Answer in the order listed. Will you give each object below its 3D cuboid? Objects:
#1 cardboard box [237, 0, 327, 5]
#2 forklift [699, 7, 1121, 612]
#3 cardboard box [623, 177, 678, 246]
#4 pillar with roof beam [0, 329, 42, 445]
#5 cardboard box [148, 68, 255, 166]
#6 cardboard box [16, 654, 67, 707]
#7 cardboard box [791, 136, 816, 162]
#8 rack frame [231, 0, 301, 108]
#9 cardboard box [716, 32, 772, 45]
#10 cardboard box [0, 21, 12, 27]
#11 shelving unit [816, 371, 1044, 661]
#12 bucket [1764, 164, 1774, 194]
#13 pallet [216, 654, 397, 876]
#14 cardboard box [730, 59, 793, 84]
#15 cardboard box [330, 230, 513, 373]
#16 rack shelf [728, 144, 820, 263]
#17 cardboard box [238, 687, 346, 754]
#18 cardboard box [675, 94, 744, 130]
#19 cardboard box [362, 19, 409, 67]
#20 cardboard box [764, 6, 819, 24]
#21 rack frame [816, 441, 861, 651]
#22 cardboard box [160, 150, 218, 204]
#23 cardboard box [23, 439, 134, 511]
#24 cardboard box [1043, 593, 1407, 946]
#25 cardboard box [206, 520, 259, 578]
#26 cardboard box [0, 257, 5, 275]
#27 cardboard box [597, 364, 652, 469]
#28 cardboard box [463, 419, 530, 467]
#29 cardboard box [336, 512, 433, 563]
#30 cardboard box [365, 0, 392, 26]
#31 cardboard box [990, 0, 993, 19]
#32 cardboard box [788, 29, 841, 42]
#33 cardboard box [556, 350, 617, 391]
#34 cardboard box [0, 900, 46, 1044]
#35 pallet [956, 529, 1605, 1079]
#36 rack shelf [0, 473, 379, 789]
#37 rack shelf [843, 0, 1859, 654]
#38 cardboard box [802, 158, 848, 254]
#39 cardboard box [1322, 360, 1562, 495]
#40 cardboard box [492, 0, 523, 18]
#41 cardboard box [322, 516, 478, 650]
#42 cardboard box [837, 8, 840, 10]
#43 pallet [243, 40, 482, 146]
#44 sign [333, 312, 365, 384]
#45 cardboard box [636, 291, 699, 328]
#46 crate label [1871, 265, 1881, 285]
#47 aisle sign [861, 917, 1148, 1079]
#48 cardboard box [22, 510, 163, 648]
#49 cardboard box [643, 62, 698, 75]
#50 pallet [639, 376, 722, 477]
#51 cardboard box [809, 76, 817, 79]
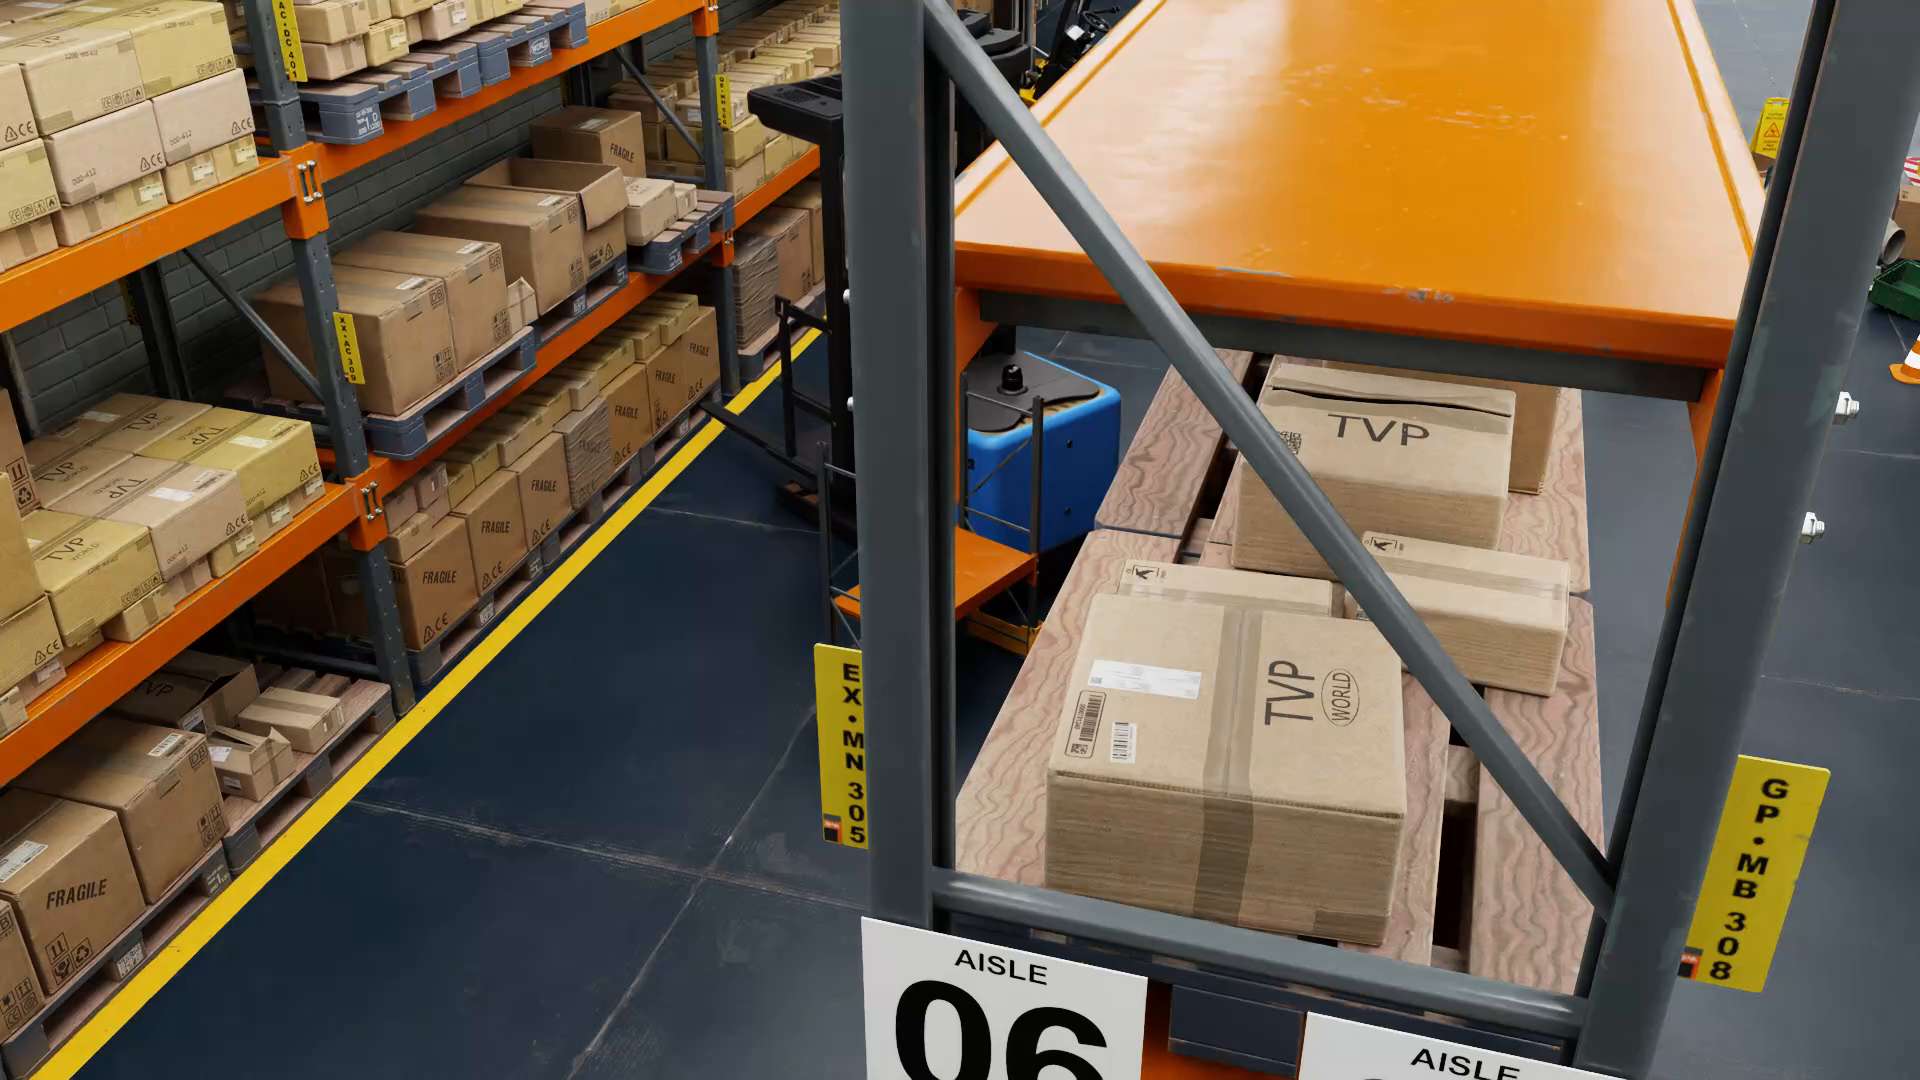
[{"bbox_3d":[-2.778,-2.363,6.818,0.396,0.266,0.258,8,30,14],"label":"cardboard box"},{"bbox_3d":[-0.459,-1.532,9.488,1.130,2.935,3.031,-23,37,-35],"label":"forklift"},{"bbox_3d":[-2.026,-1.974,9.935,0.500,0.250,0.500,7,30,13],"label":"cardboard box"},{"bbox_3d":[-0.150,-2.346,4.710,9.100,9.000,0.400,8,30,15],"label":"pillar with roof beam"},{"bbox_3d":[-3.102,-1.649,6.391,0.500,0.250,0.500,9,30,15],"label":"cardboard box"},{"bbox_3d":[-3.522,0.475,6.069,0.380,0.149,0.250,8,30,15],"label":"cardboard box"},{"bbox_3d":[-1.365,-2.972,12.161,0.500,0.250,0.500,8,30,13],"label":"cardboard box"},{"bbox_3d":[-3.200,-3.155,6.165,1.000,3.000,0.127,8,30,15],"label":"rack frame"},{"bbox_3d":[-1.652,-3.744,12.624,0.380,0.149,0.250,9,30,15],"label":"cardboard box"},{"bbox_3d":[-3.754,-1.695,5.960,0.500,0.250,0.500,8,30,13],"label":"cardboard box"},{"bbox_3d":[-0.129,0.103,8.022,0.587,1.500,1.083,21,35,33],"label":"shelving unit"},{"bbox_3d":[6.492,-2.511,12.983,0.726,0.611,0.620,20,45,32],"label":"bucket"},{"bbox_3d":[-3.402,1.004,7.728,1.003,0.211,1.213,8,30,15],"label":"pallet"},{"bbox_3d":[-1.413,-3.317,11.858,0.380,0.149,0.250,9,30,15],"label":"cardboard box"},{"bbox_3d":[-2.692,-1.194,8.277,0.700,0.500,0.500,9,30,15],"label":"cardboard box"},{"bbox_3d":[-1.439,-3.008,12.811,1.077,0.370,4.000,8,30,15],"label":"rack shelf"},{"bbox_3d":[-3.082,0.830,7.674,0.380,0.149,0.250,8,30,13],"label":"cardboard box"},{"bbox_3d":[-1.651,-2.826,10.974,0.380,0.149,0.250,9,30,16],"label":"cardboard box"},{"bbox_3d":[-2.623,-2.159,7.184,0.380,0.149,0.250,9,30,15],"label":"cardboard box"},{"bbox_3d":[-1.363,-4.213,13.467,0.380,0.149,0.250,8,30,15],"label":"cardboard box"},{"bbox_3d":[-0.441,0.293,7.681,0.500,1.500,0.032,21,35,33],"label":"rack frame"},{"bbox_3d":[-3.098,-1.412,6.376,0.380,0.149,0.250,8,30,15],"label":"cardboard box"},{"bbox_3d":[-3.744,-0.172,6.823,0.500,0.250,0.500,8,30,14],"label":"cardboard box"},{"bbox_3d":[0.418,0.337,2.592,0.500,0.250,0.500,6,30,10],"label":"cardboard box"},{"bbox_3d":[-3.161,0.009,6.907,0.380,0.149,0.250,9,30,16],"label":"cardboard box"},{"bbox_3d":[-3.436,-0.937,5.522,0.380,0.149,0.250,9,30,15],"label":"cardboard box"},{"bbox_3d":[-2.252,-0.782,10.209,0.500,0.500,0.500,10,31,17],"label":"cardboard box"},{"bbox_3d":[-2.592,-0.538,9.103,0.380,0.149,0.250,8,30,15],"label":"cardboard box"},{"bbox_3d":[-2.840,-0.037,8.203,0.380,0.149,0.250,10,31,17],"label":"cardboard box"},{"bbox_3d":[-2.683,-2.302,7.135,0.380,0.149,0.250,9,30,16],"label":"cardboard box"},{"bbox_3d":[0.118,-5.410,16.286,0.500,0.500,0.500,8,30,14],"label":"cardboard box"},{"bbox_3d":[-1.086,-3.790,12.707,0.380,0.149,0.250,9,30,15],"label":"cardboard box"},{"bbox_3d":[-2.292,-1.022,9.973,0.380,0.149,0.250,8,30,14],"label":"cardboard box"},{"bbox_3d":[-3.816,1.572,5.978,0.700,0.500,0.500,10,31,17],"label":"cardboard box"},{"bbox_3d":[0.580,0.414,2.927,1.003,0.211,1.213,8,30,15],"label":"pallet"},{"bbox_3d":[-3.787,0.710,6.128,1.077,0.370,4.000,8,30,15],"label":"rack shelf"},{"bbox_3d":[0.959,-1.030,3.496,1.077,0.370,4.000,8,30,15],"label":"rack shelf"},{"bbox_3d":[-1.229,-2.794,13.697,0.875,0.625,0.625,8,30,14],"label":"cardboard box"},{"bbox_3d":[1.107,-0.465,3.778,0.500,0.500,0.500,9,30,16],"label":"cardboard box"},{"bbox_3d":[-2.351,-2.636,8.040,0.380,0.149,0.250,9,30,16],"label":"cardboard box"},{"bbox_3d":[-2.843,0.183,8.476,0.500,0.500,0.500,10,31,17],"label":"cardboard box"},{"bbox_3d":[-0.798,-4.266,13.562,0.380,0.149,0.250,8,30,14],"label":"cardboard box"},{"bbox_3d":[-2.941,-2.055,7.467,1.213,0.211,1.003,8,30,15],"label":"pallet"},{"bbox_3d":[-2.679,-0.838,7.280,0.100,0.325,0.005,8,30,15],"label":"sign"},{"bbox_3d":[-1.928,-1.501,10.836,0.380,0.149,0.250,7,30,12],"label":"cardboard box"},{"bbox_3d":[7.321,-2.174,13.517,0.298,0.136,0.250,-12,31,-20],"label":"crate label"},{"bbox_3d":[0.055,0.885,2.399,0.394,0.787,0.004,8,30,15],"label":"aisle sign"},{"bbox_3d":[-3.408,0.138,6.264,0.500,0.250,0.500,8,30,15],"label":"cardboard box"},{"bbox_3d":[-2.014,-3.273,11.778,0.380,0.149,0.250,8,30,14],"label":"cardboard box"},{"bbox_3d":[-2.281,-0.832,11.029,1.003,0.211,1.213,8,30,15],"label":"pallet"},{"bbox_3d":[-1.343,-3.190,12.039,0.500,0.250,0.500,8,30,14],"label":"cardboard box"}]
